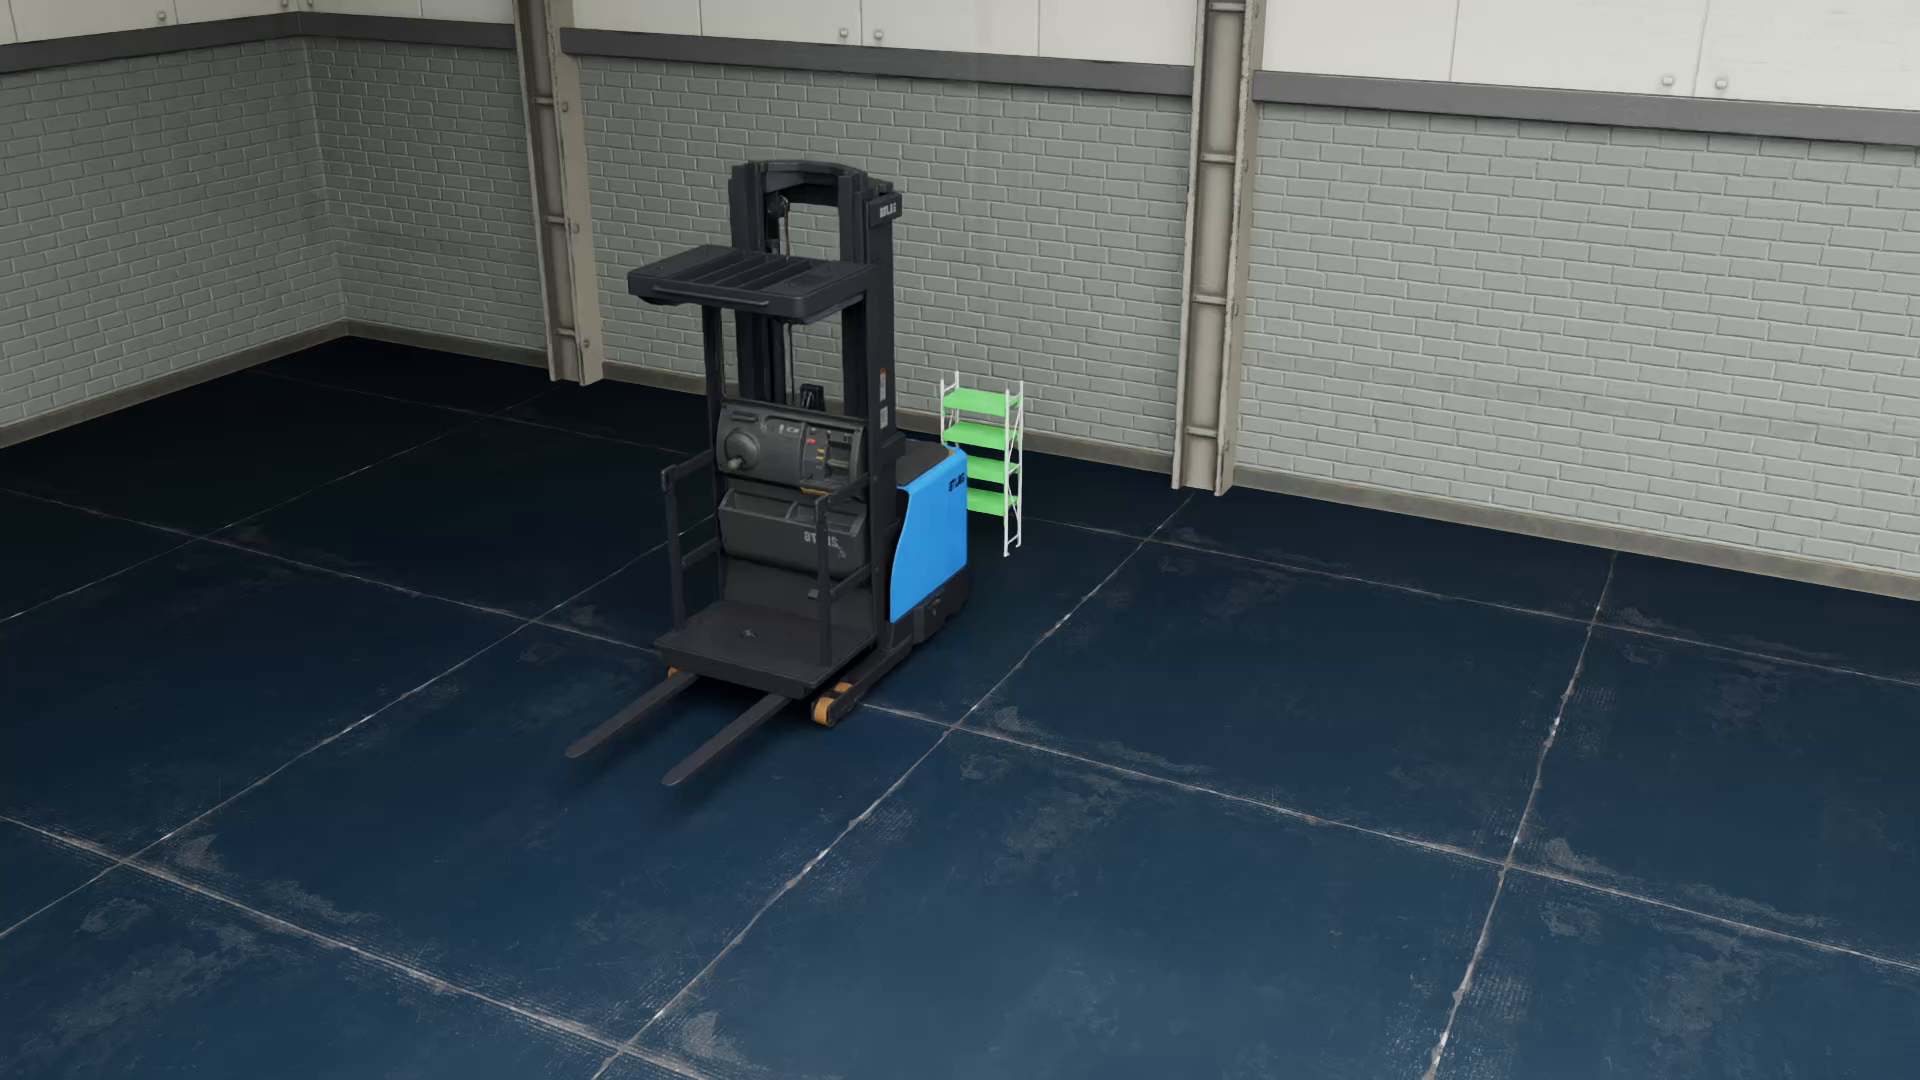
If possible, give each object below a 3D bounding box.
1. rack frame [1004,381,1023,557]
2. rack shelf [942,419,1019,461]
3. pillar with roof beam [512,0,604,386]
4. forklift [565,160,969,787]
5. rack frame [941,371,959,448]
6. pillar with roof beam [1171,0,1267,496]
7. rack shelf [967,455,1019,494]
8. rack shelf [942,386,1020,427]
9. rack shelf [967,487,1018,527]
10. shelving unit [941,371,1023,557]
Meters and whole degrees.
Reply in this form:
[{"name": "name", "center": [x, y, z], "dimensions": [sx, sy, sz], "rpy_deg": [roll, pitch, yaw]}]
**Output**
[{"name": "rack frame", "center": [0.365, -0.480, 11.345], "dimensions": [0.015, 1.200, 0.240], "rpy_deg": [11, 25, 25]}, {"name": "rack shelf", "center": [0.148, -0.685, 11.378], "dimensions": [0.480, 0.148, 0.258], "rpy_deg": [11, 25, 25]}, {"name": "pillar with roof beam", "center": [-5.441, -4.113, 9.923], "dimensions": [0.400, 9.000, 9.100], "rpy_deg": [11, 25, 25]}, {"name": "forklift", "center": [-1.058, -0.503, 9.188], "dimensions": [1.130, 2.935, 3.031], "rpy_deg": [11, 26, 25]}, {"name": "rack frame", "center": [-0.070, -0.566, 11.548], "dimensions": [0.015, 1.200, 0.240], "rpy_deg": [11, 25, 25]}, {"name": "pillar with roof beam", "center": [-0.087, -3.053, 7.431], "dimensions": [0.400, 9.000, 9.100], "rpy_deg": [11, 25, 25]}, {"name": "rack shelf", "center": [0.148, -0.464, 11.471], "dimensions": [0.480, 0.148, 0.258], "rpy_deg": [11, 25, 25]}, {"name": "rack shelf", "center": [0.148, -0.906, 11.284], "dimensions": [0.480, 0.148, 0.258], "rpy_deg": [11, 25, 25]}, {"name": "rack shelf", "center": [0.148, -0.243, 11.565], "dimensions": [0.480, 0.148, 0.258], "rpy_deg": [11, 25, 25]}, {"name": "shelving unit", "center": [0.148, -0.523, 11.446], "dimensions": [0.503, 1.200, 0.258], "rpy_deg": [11, 25, 25]}]
